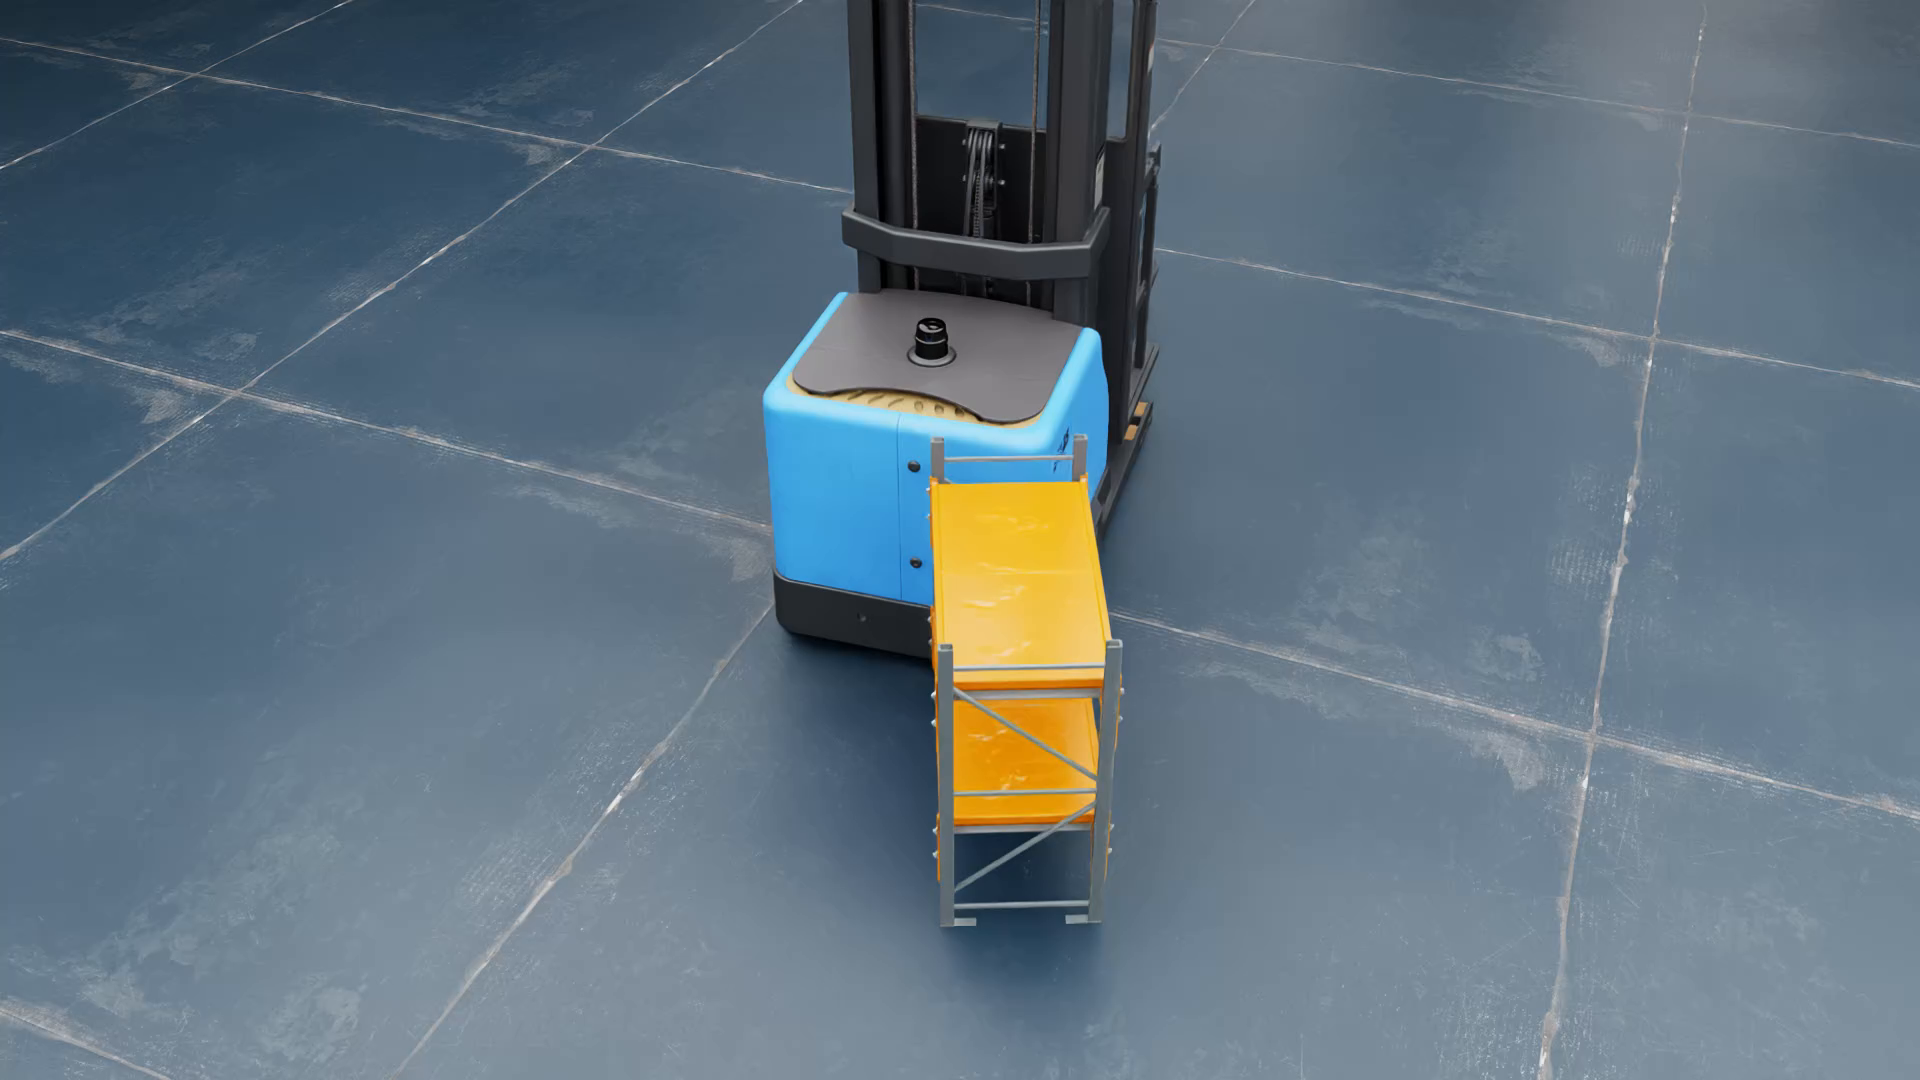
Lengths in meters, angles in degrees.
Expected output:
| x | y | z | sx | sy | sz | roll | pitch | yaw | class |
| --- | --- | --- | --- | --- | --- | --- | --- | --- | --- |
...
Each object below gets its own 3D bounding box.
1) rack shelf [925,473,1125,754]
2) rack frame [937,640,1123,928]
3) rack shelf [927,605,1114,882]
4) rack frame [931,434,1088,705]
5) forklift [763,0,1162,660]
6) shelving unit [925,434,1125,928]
| x | y | z | sx | sy | sz | roll | pitch | yaw | class |
| --- | --- | --- | --- | --- | --- | --- | --- | --- | --- |
| 0.173 | 0.196 | 5.059 | 0.538 | 0.278 | 1.000 | -1 | 37 | -1 | rack shelf |
| 0.189 | 0.735 | 4.827 | 0.500 | 1.125 | 0.032 | -1 | 37 | -1 | rack frame |
| 0.173 | 0.626 | 5.381 | 0.538 | 0.278 | 1.000 | -1 | 37 | -1 | rack shelf |
| 0.157 | 0.126 | 5.641 | 0.500 | 1.125 | 0.032 | -1 | 37 | -1 | rack frame |
| 0.223 | -1.569 | 6.401 | 1.130 | 2.935 | 3.031 | 10 | 38 | 13 | forklift |
| 0.173 | 0.431 | 5.234 | 0.538 | 1.125 | 1.048 | -1 | 37 | -1 | shelving unit |
